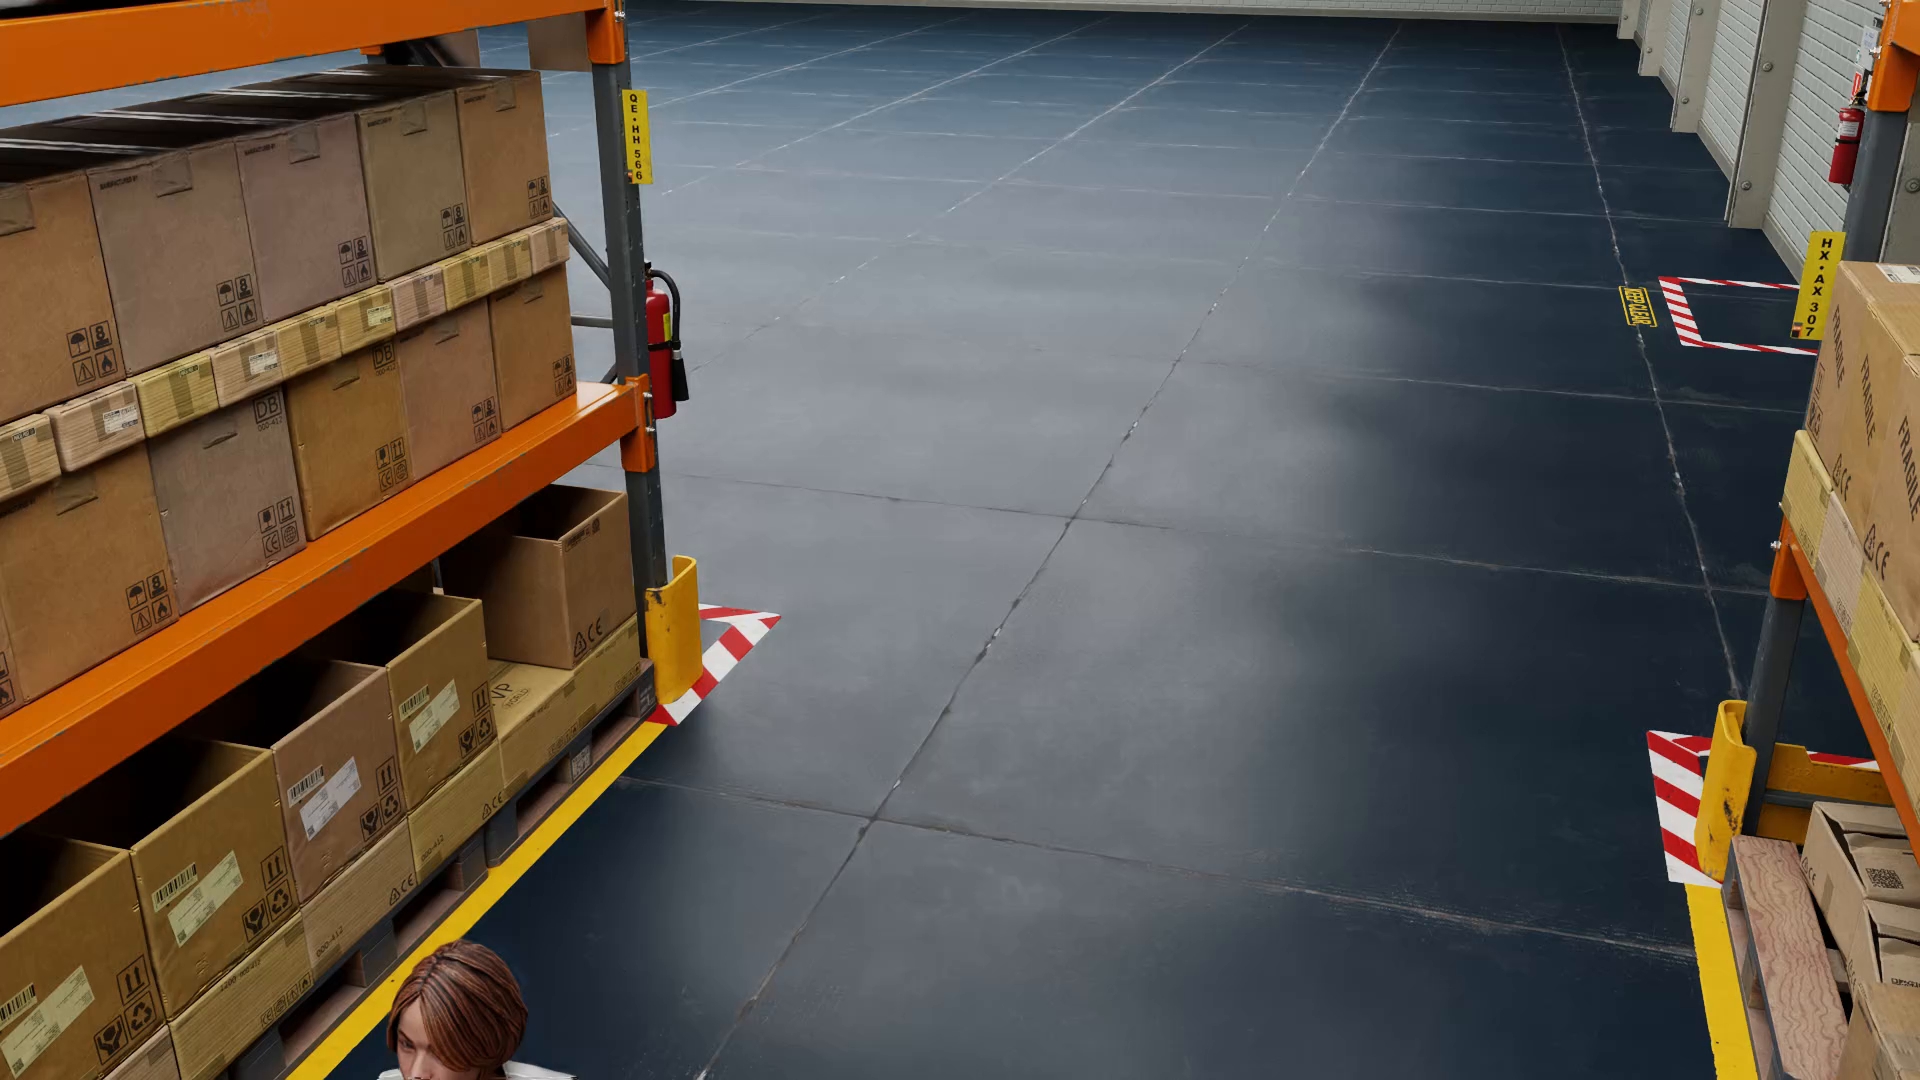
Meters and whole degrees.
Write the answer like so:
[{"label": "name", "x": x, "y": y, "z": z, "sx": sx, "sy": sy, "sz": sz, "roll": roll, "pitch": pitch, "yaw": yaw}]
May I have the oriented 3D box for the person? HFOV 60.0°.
[{"label": "person", "x": -0.772, "y": 1.346, "z": 2.787, "sx": 0.406, "sy": 1.566, "sz": 0.745, "roll": 0, "pitch": 22, "yaw": 1}]
